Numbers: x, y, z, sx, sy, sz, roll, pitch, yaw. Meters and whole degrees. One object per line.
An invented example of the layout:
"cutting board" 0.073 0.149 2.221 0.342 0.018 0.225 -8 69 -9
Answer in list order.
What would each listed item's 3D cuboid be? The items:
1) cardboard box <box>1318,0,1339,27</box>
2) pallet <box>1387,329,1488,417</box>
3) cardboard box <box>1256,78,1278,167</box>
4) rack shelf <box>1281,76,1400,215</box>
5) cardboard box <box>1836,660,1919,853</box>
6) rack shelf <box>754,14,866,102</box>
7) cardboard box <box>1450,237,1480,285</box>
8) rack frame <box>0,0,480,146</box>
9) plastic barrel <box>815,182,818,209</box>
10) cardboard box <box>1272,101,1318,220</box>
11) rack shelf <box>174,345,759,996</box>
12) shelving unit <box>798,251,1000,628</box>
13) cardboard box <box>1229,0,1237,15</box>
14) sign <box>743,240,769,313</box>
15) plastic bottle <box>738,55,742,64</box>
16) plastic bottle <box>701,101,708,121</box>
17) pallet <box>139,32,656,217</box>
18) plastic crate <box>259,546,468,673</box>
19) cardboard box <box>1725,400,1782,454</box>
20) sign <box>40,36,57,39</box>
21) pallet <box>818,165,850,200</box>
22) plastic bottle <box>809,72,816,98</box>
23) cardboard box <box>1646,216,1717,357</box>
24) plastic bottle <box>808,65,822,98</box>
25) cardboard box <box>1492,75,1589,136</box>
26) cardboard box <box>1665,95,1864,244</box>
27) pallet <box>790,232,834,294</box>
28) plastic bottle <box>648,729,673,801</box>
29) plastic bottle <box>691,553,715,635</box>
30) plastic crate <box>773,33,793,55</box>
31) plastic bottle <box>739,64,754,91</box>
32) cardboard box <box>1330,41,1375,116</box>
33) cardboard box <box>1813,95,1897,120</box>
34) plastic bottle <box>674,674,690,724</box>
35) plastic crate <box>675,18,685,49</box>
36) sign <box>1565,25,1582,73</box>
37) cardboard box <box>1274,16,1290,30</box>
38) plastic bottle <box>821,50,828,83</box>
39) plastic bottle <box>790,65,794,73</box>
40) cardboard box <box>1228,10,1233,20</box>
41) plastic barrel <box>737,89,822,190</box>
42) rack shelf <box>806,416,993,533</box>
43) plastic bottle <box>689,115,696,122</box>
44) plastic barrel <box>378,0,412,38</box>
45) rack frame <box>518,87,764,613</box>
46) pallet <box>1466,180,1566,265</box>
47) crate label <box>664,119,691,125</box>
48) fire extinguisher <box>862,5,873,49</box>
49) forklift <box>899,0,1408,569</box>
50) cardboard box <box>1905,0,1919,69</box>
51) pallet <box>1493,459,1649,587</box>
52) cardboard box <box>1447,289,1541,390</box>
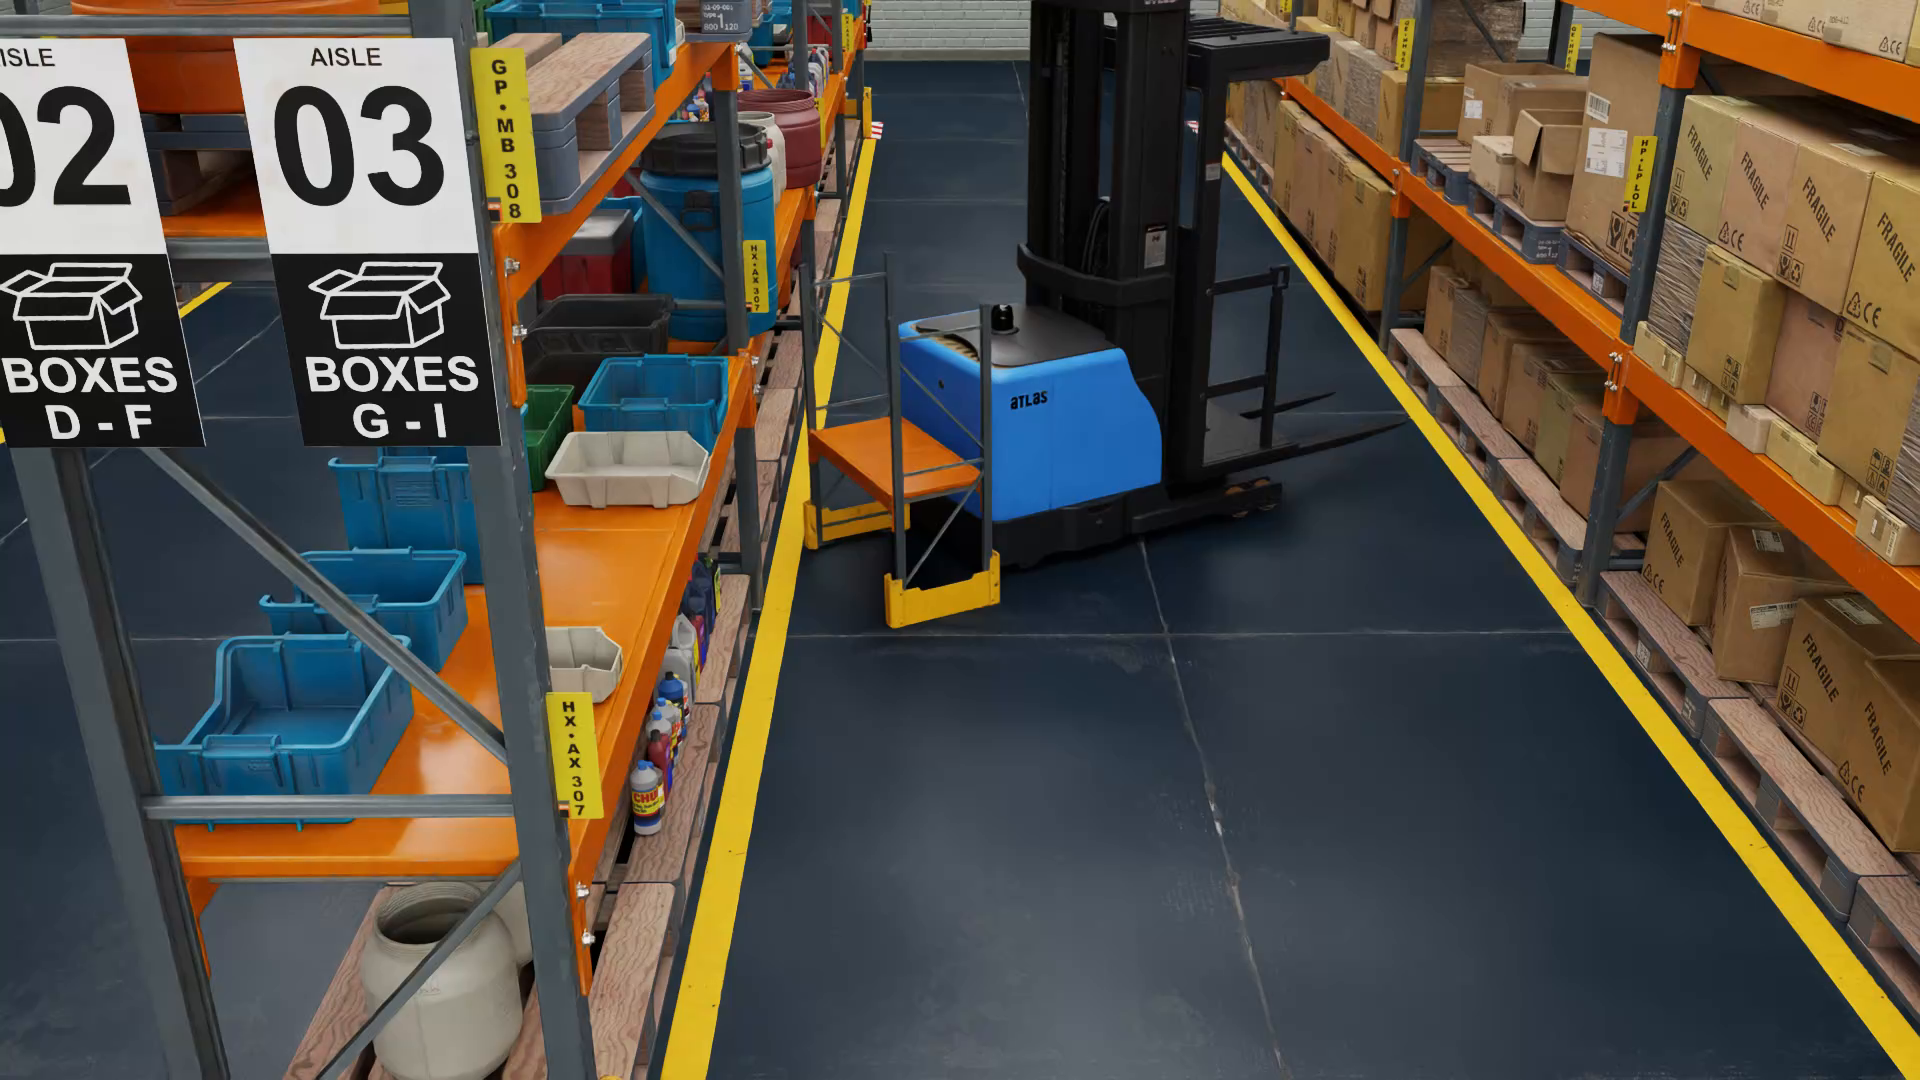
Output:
"cardboard box" 3.429 -4.597 13.935 0.797 0.503 0.637 -1 24 -2
"pallet" 3.465 -1.117 10.963 1.003 0.211 1.213 0 24 -1
"cardboard box" 3.477 -4.224 16.518 0.875 0.875 0.875 0 24 -1
"rack shelf" 3.436 -3.206 13.071 1.077 0.370 4.000 0 24 -1
"cardboard box" 3.526 0.773 5.924 0.500 0.500 0.500 2 24 4
"rack shelf" -1.560 -4.832 16.666 1.077 0.370 4.000 0 24 -1
"cardboard box" 3.495 -1.836 10.760 0.500 0.250 0.500 1 24 2
"rack frame" -1.408 -2.124 2.526 1.000 3.000 0.127 0 24 -1
"plastic barrel" -1.550 -3.346 14.545 0.600 0.901 0.708 0 24 -1
"cardboard box" 3.441 -3.317 14.513 1.225 0.875 0.875 0 24 0
"rack shelf" -1.429 0.113 5.733 1.077 0.370 4.000 0 24 -1
"shelving unit" -0.318 -0.518 8.068 0.587 1.500 1.083 -13 27 -24
"cardboard box" 3.118 -5.660 17.445 0.500 0.250 0.500 -1 24 -1
"sign" -0.901 -1.163 7.345 0.100 0.325 0.005 0 24 -1
"plastic bottle" -1.910 -3.935 13.962 0.152 0.276 0.135 0 24 -1
"plastic bottle" -1.918 -3.145 12.304 0.097 0.201 0.097 0 24 0
"pallet" -1.319 -1.012 3.938 1.003 0.211 1.213 0 24 -1
"plastic crate" -1.714 0.205 4.838 0.499 0.251 0.408 0 24 -1
"cardboard box" 3.197 -0.444 6.397 0.380 0.149 0.250 0 24 -1
"sign" -5.893 -3.198 10.775 0.100 0.325 0.005 0 24 -1
"pallet" -1.585 -3.367 15.939 1.003 0.211 1.213 0 24 -1
"plastic bottle" -1.189 -3.482 12.868 0.144 0.351 0.185 0 24 -1
"cardboard box" 3.445 -1.056 6.963 0.875 0.500 0.500 0 24 -1
"plastic bottle" -1.200 -3.704 13.450 0.152 0.276 0.135 0 24 -1
"cardboard box" 3.610 -2.494 9.994 0.700 0.500 0.500 3 25 7
"cardboard box" 3.252 -1.511 6.755 0.500 0.500 0.500 0 24 -1
"pallet" -1.555 -2.243 13.452 1.003 0.211 1.213 0 24 -1
"plastic bottle" -1.100 0.805 6.093 0.061 0.283 0.133 0 24 0
"plastic bottle" -1.156 0.232 7.278 0.144 0.351 0.185 -1 24 -2
"plastic crate" -1.819 -4.697 15.757 0.437 0.125 0.590 0 24 -1
"plastic bottle" -1.752 -3.705 13.453 0.152 0.276 0.135 0 24 -1
"cardboard box" 3.192 -3.586 12.918 0.500 0.500 0.500 0 24 0
"cardboard box" 3.782 -1.513 6.761 0.500 0.500 0.500 0 24 -1
"plastic bottle" -1.124 0.628 6.584 0.097 0.201 0.097 0 24 0
"plastic crate" -1.029 -1.626 5.384 0.243 0.136 0.396 0 24 -1
"sign" 4.000 -3.207 10.892 0.100 0.325 0.005 0 24 -1
"cardboard box" 3.147 -4.605 15.114 0.500 0.250 0.500 -1 24 -2
"plastic bottle" -1.163 -4.026 14.153 0.061 0.283 0.133 0 24 -1
"plastic bottle" -1.324 -3.694 13.433 0.097 0.271 0.097 0 24 0
"cardboard box" 3.052 -5.532 17.647 0.380 0.149 0.250 -1 24 -2
"plastic barrel" -1.187 -2.559 10.603 0.600 0.536 0.708 0 24 -1
"rack shelf" -0.311 -0.351 8.135 0.538 0.185 1.000 -13 27 -24
"plastic bottle" -1.911 -2.904 11.772 0.097 0.201 0.097 0 24 0
"plastic barrel" -1.547 -1.503 4.056 0.600 0.588 0.600 0 24 0
"rack frame" -1.451 -1.039 7.407 1.000 3.000 0.127 0 24 -1
"pallet" 3.520 -1.806 9.336 1.003 0.211 1.213 0 24 -1
"crate label" -1.754 -2.292 10.136 0.502 0.435 0.616 0 24 -1
"fire extinguisher" -1.129 -5.842 18.574 0.296 0.674 0.183 0 24 -1
"forklift" 1.167 -1.627 8.790 3.031 2.935 1.130 -14 28 -28
"cardboard box" 3.270 -1.533 5.041 0.500 0.250 0.500 -1 24 -1
"pallet" 3.492 -0.111 8.740 1.003 0.211 1.213 0 24 -1
"cardboard box" 3.504 -1.266 10.409 0.700 0.500 0.500 -2 24 -5
